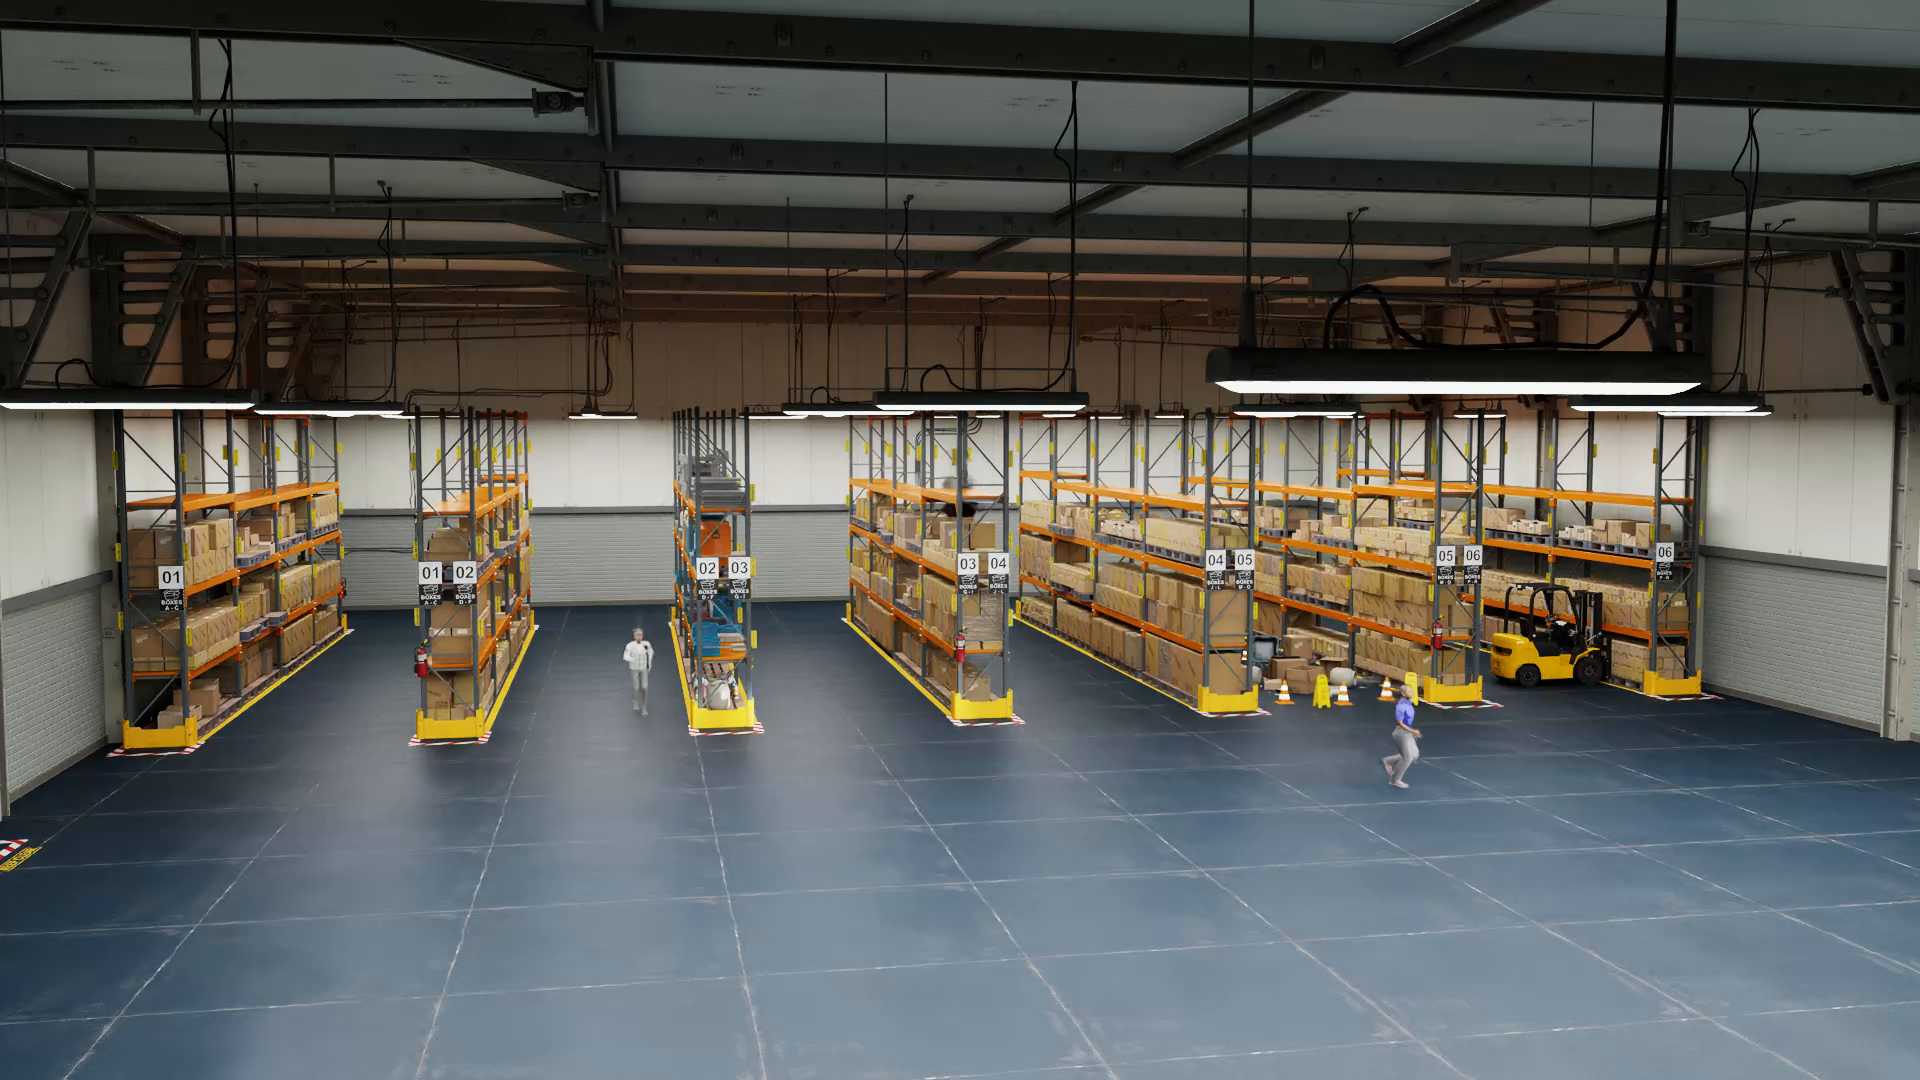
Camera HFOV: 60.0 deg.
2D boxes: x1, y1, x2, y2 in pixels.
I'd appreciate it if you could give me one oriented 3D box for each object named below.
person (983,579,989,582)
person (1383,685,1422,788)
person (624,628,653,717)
[{"bbox_3d":[0.819,1.604,46.231,0.534,1.719,0.738,-1,4,-9],"label":"person"},{"bbox_3d":[6.965,3.070,26.103,0.609,1.617,0.589,2,5,27],"label":"person"},{"bbox_3d":[-6.297,2.576,32.565,0.556,1.740,0.805,-1,4,-11],"label":"person"}]
